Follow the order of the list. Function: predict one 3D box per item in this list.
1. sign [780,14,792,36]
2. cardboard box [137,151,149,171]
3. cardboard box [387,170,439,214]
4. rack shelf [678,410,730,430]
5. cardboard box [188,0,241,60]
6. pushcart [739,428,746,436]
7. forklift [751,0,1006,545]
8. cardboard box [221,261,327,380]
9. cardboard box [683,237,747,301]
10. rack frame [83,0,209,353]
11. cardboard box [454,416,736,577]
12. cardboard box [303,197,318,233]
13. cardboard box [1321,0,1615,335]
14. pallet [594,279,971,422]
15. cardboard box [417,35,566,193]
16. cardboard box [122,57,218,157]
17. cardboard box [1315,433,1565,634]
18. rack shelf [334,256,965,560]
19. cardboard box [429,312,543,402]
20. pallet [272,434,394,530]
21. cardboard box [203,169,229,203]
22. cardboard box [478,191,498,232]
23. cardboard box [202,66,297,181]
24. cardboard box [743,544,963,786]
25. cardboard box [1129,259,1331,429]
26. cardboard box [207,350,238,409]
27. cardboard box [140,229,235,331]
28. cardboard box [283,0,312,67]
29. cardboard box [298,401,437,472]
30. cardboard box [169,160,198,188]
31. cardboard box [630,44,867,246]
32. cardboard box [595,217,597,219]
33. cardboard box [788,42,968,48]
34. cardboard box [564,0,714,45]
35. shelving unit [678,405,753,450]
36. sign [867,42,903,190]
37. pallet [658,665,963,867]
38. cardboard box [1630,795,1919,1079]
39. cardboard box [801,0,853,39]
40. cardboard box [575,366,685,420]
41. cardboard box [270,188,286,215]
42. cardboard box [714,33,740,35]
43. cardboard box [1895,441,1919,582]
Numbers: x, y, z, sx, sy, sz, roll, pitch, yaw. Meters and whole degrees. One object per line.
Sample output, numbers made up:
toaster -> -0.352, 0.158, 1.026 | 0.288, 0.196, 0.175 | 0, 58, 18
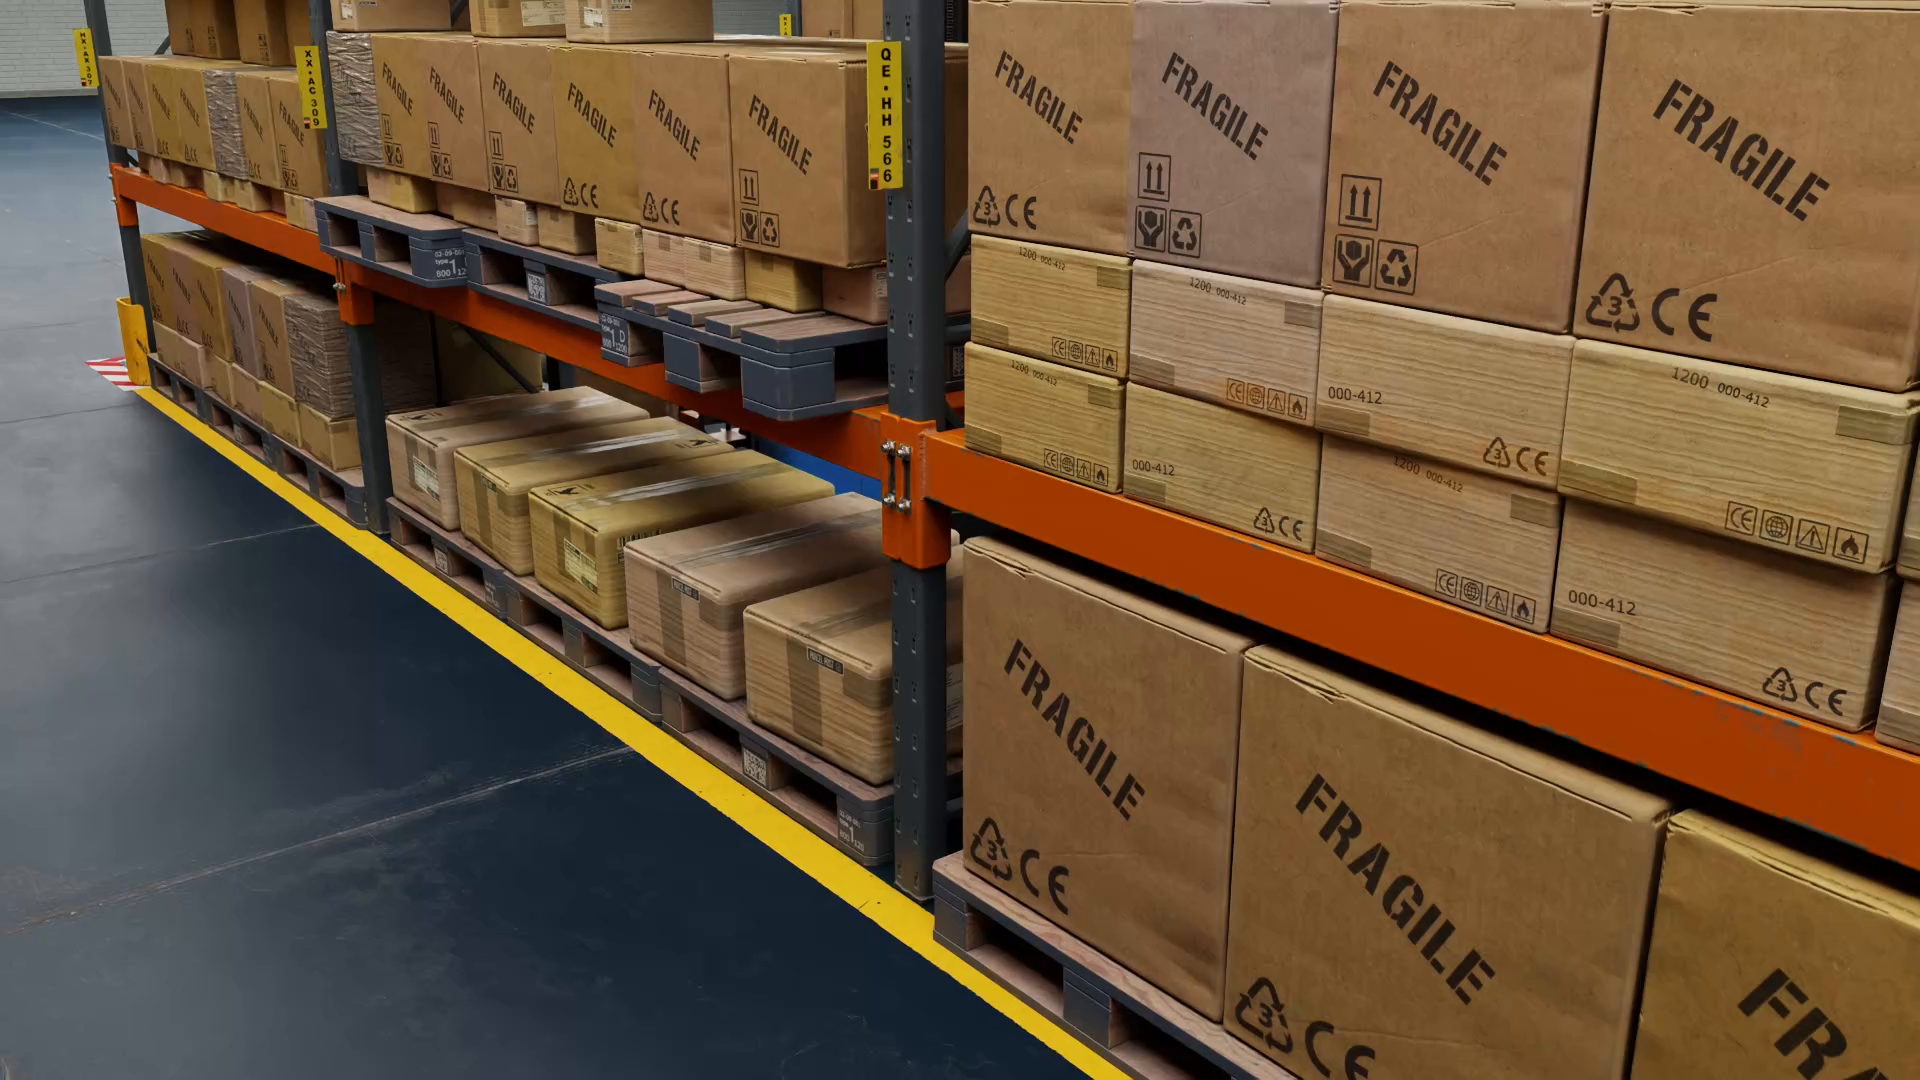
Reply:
sign -> -1.337, -3.867, 12.767 | 0.100, 0.325, 0.005 | -14, 23, -36
cardboard box -> -4.667, -2.291, 9.910 | 0.380, 0.149, 0.250 | -14, 23, -36
cardboard box -> -1.989, -1.368, 6.453 | 0.380, 0.149, 0.250 | -13, 23, -35
rack shelf -> -1.052, -0.510, 7.127 | 0.258, 0.103, 0.180 | -13, 22, -34
cardboard box -> -3.919, -2.988, 9.393 | 0.700, 0.500, 0.500 | -14, 23, -36
pushcart -> -0.476, -0.761, 9.062 | 0.936, 0.377, 1.648 | 11, 21, 30
forklift -> 0.606, -1.436, 7.036 | 3.031, 2.935, 1.130 | -4, 19, -12
cardboard box -> -3.445, -1.143, 8.555 | 0.500, 0.500, 0.500 | -13, 22, -33
cardboard box -> -0.551, -0.784, 4.688 | 0.380, 0.149, 0.250 | -14, 23, -37
rack frame -> -4.716, -2.535, 10.245 | 1.000, 3.000, 0.127 | -14, 23, -36
cardboard box -> -1.456, -0.196, 6.694 | 0.950, 0.372, 0.625 | -12, 22, -33
cardboard box -> -2.671, -1.449, 7.367 | 0.380, 0.149, 0.250 | -14, 23, -37
cardboard box -> 0.991, -0.665, 2.850 | 0.500, 0.500, 0.500 | -13, 22, -35
pallet -> -0.275, -0.627, 4.790 | 1.213, 0.211, 1.003 | -14, 23, -36
cardboard box -> -1.558, -1.518, 5.874 | 0.500, 0.500, 0.500 | -14, 23, -36
cardboard box -> -4.315, -2.425, 9.283 | 0.500, 0.500, 0.500 | -13, 22, -34
cardboard box -> 1.012, -0.069, 3.037 | 0.500, 0.250, 0.500 | -13, 22, -34
rack shelf -> -0.990, -0.715, 5.893 | 1.077, 0.370, 4.000 | -14, 23, -36
cardboard box -> -2.387, -0.997, 8.115 | 0.500, 0.500, 0.500 | -13, 22, -34
pallet -> -2.677, -0.384, 8.186 | 1.003, 0.211, 1.213 | -14, 23, -36
cardboard box -> -3.628, -1.824, 8.500 | 0.380, 0.149, 0.250 | -14, 23, -36
cardboard box -> -1.474, -1.180, 5.886 | 0.380, 0.149, 0.250 | -14, 23, -36
cardboard box -> -3.354, -2.051, 8.153 | 0.500, 0.500, 0.500 | -13, 22, -35
cardboard box -> -0.092, 0.344, 5.065 | 0.950, 0.372, 0.625 | -16, 24, -40
cardboard box -> 0.692, -0.429, 3.329 | 0.500, 0.250, 0.500 | -13, 23, -35
cardboard box -> -3.772, -0.917, 9.065 | 0.500, 0.250, 0.500 | -12, 22, -32
cardboard box -> -4.416, -1.526, 9.713 | 0.500, 0.500, 0.500 | -15, 23, -38
cardboard box -> -2.926, -2.622, 8.287 | 0.700, 0.500, 0.500 | -15, 23, -37
cardboard box -> -2.810, -0.536, 7.916 | 0.500, 0.250, 0.500 | -13, 22, -34
cardboard box -> -4.090, -2.022, 9.096 | 0.380, 0.149, 0.250 | -13, 22, -35
cardboard box -> -0.578, -1.134, 4.716 | 0.500, 0.500, 0.500 | -14, 23, -37
cardboard box -> -0.940, -0.999, 5.338 | 0.380, 0.149, 0.250 | -14, 23, -36
cardboard box -> -0.176, -1.234, 5.018 | 0.500, 0.500, 0.500 | -13, 22, -33
cardboard box -> -0.986, -1.607, 5.113 | 0.380, 0.149, 0.250 | -15, 24, -39
shelving unit -> -1.052, -0.552, 7.113 | 0.258, 1.200, 0.189 | -13, 22, -34
sign -> -0.168, -0.967, 3.795 | 0.100, 0.325, 0.005 | -14, 23, -36
pallet -> -0.233, 0.568, 5.313 | 1.003, 0.211, 1.213 | -14, 23, -36
cardboard box -> 1.720, 0.873, 2.665 | 0.875, 0.875, 0.875 | -13, 22, -35
cardboard box -> -0.698, -4.010, 12.746 | 0.875, 0.550, 0.550 | -14, 23, -36
cardboard box -> -1.831, -0.893, 9.260 | 0.500, 0.500, 0.500 | 1, 18, 2
cardboard box -> -3.075, -1.653, 7.983 | 0.380, 0.149, 0.250 | -14, 23, -37
cardboard box -> -1.141, -1.618, 6.176 | 0.500, 0.500, 0.500 | -13, 22, -34
cardboard box -> 1.628, -0.053, 2.194 | 0.500, 0.250, 0.500 | -13, 23, -35
